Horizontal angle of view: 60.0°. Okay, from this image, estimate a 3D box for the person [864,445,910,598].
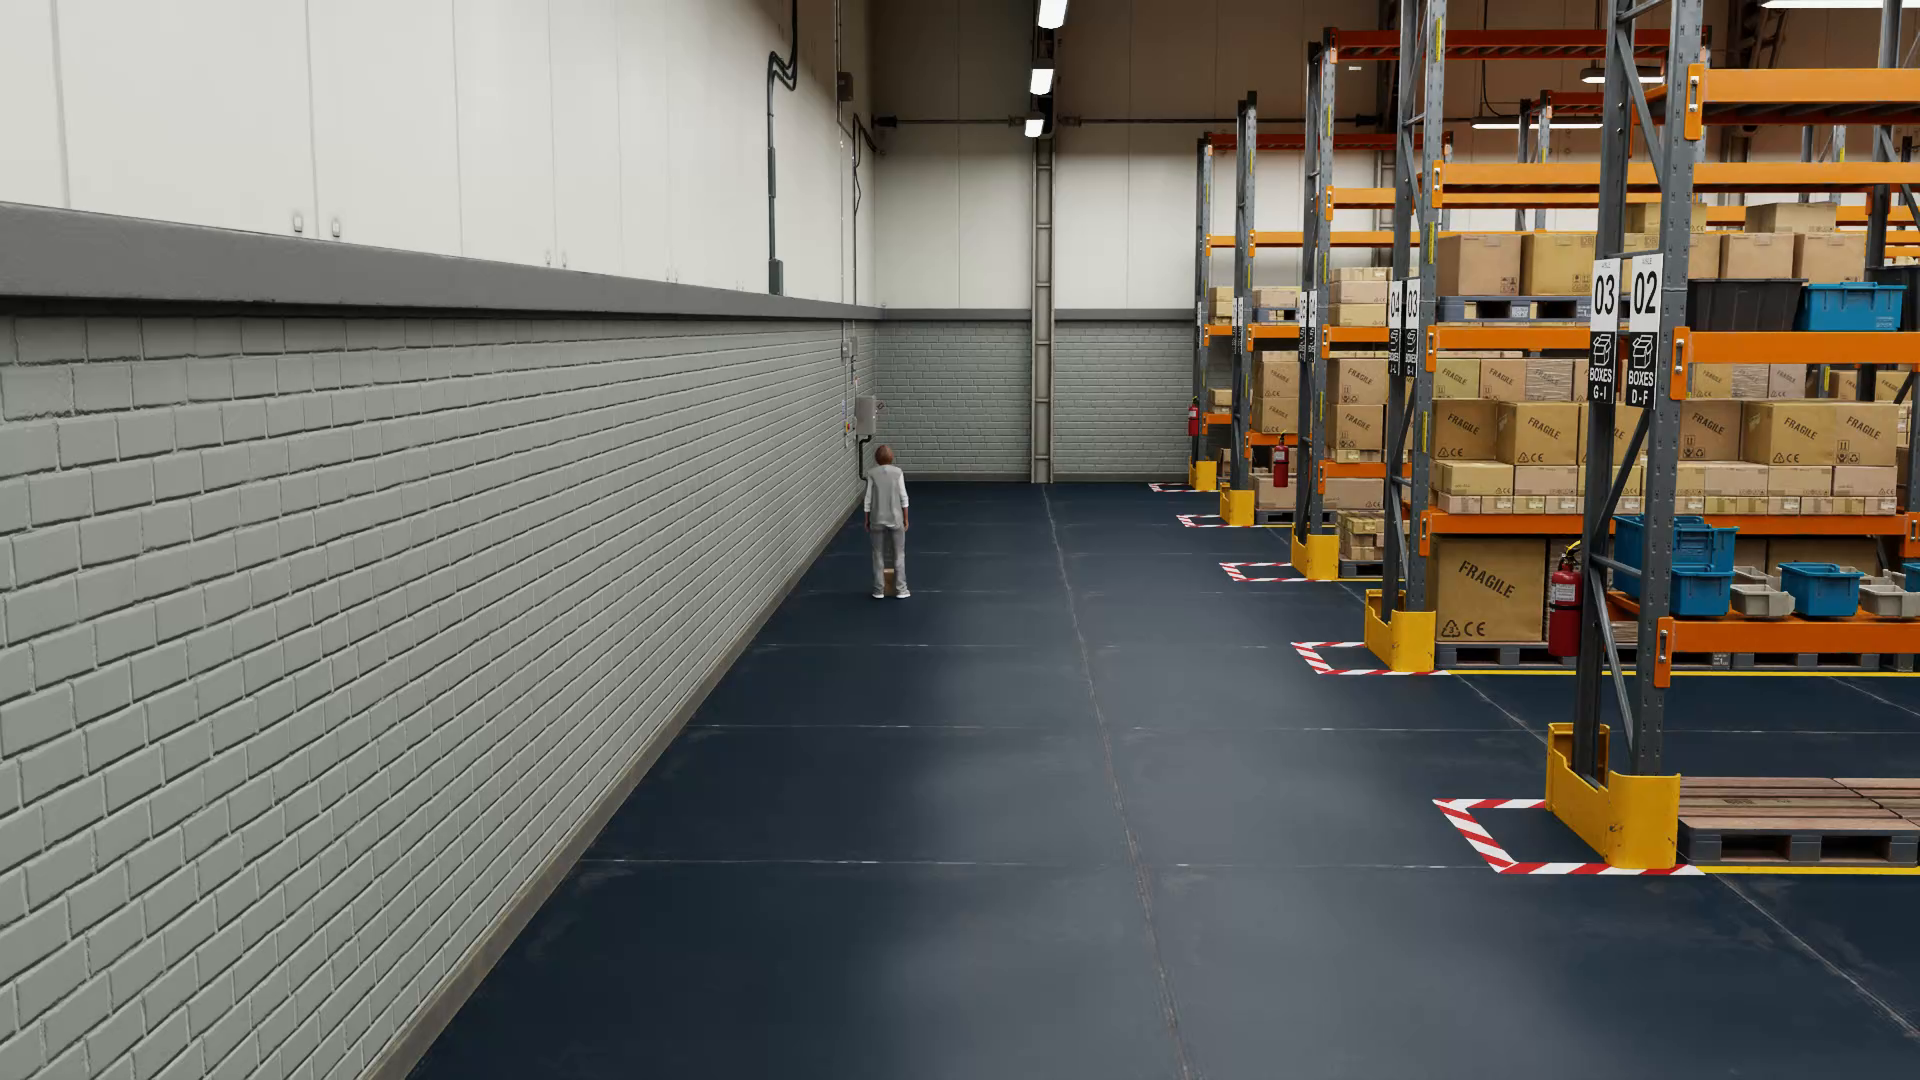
[{"bbox_3d":[-0.759,-0.186,17.256,0.477,1.591,0.349,0,7,-2],"label":"person"}]
